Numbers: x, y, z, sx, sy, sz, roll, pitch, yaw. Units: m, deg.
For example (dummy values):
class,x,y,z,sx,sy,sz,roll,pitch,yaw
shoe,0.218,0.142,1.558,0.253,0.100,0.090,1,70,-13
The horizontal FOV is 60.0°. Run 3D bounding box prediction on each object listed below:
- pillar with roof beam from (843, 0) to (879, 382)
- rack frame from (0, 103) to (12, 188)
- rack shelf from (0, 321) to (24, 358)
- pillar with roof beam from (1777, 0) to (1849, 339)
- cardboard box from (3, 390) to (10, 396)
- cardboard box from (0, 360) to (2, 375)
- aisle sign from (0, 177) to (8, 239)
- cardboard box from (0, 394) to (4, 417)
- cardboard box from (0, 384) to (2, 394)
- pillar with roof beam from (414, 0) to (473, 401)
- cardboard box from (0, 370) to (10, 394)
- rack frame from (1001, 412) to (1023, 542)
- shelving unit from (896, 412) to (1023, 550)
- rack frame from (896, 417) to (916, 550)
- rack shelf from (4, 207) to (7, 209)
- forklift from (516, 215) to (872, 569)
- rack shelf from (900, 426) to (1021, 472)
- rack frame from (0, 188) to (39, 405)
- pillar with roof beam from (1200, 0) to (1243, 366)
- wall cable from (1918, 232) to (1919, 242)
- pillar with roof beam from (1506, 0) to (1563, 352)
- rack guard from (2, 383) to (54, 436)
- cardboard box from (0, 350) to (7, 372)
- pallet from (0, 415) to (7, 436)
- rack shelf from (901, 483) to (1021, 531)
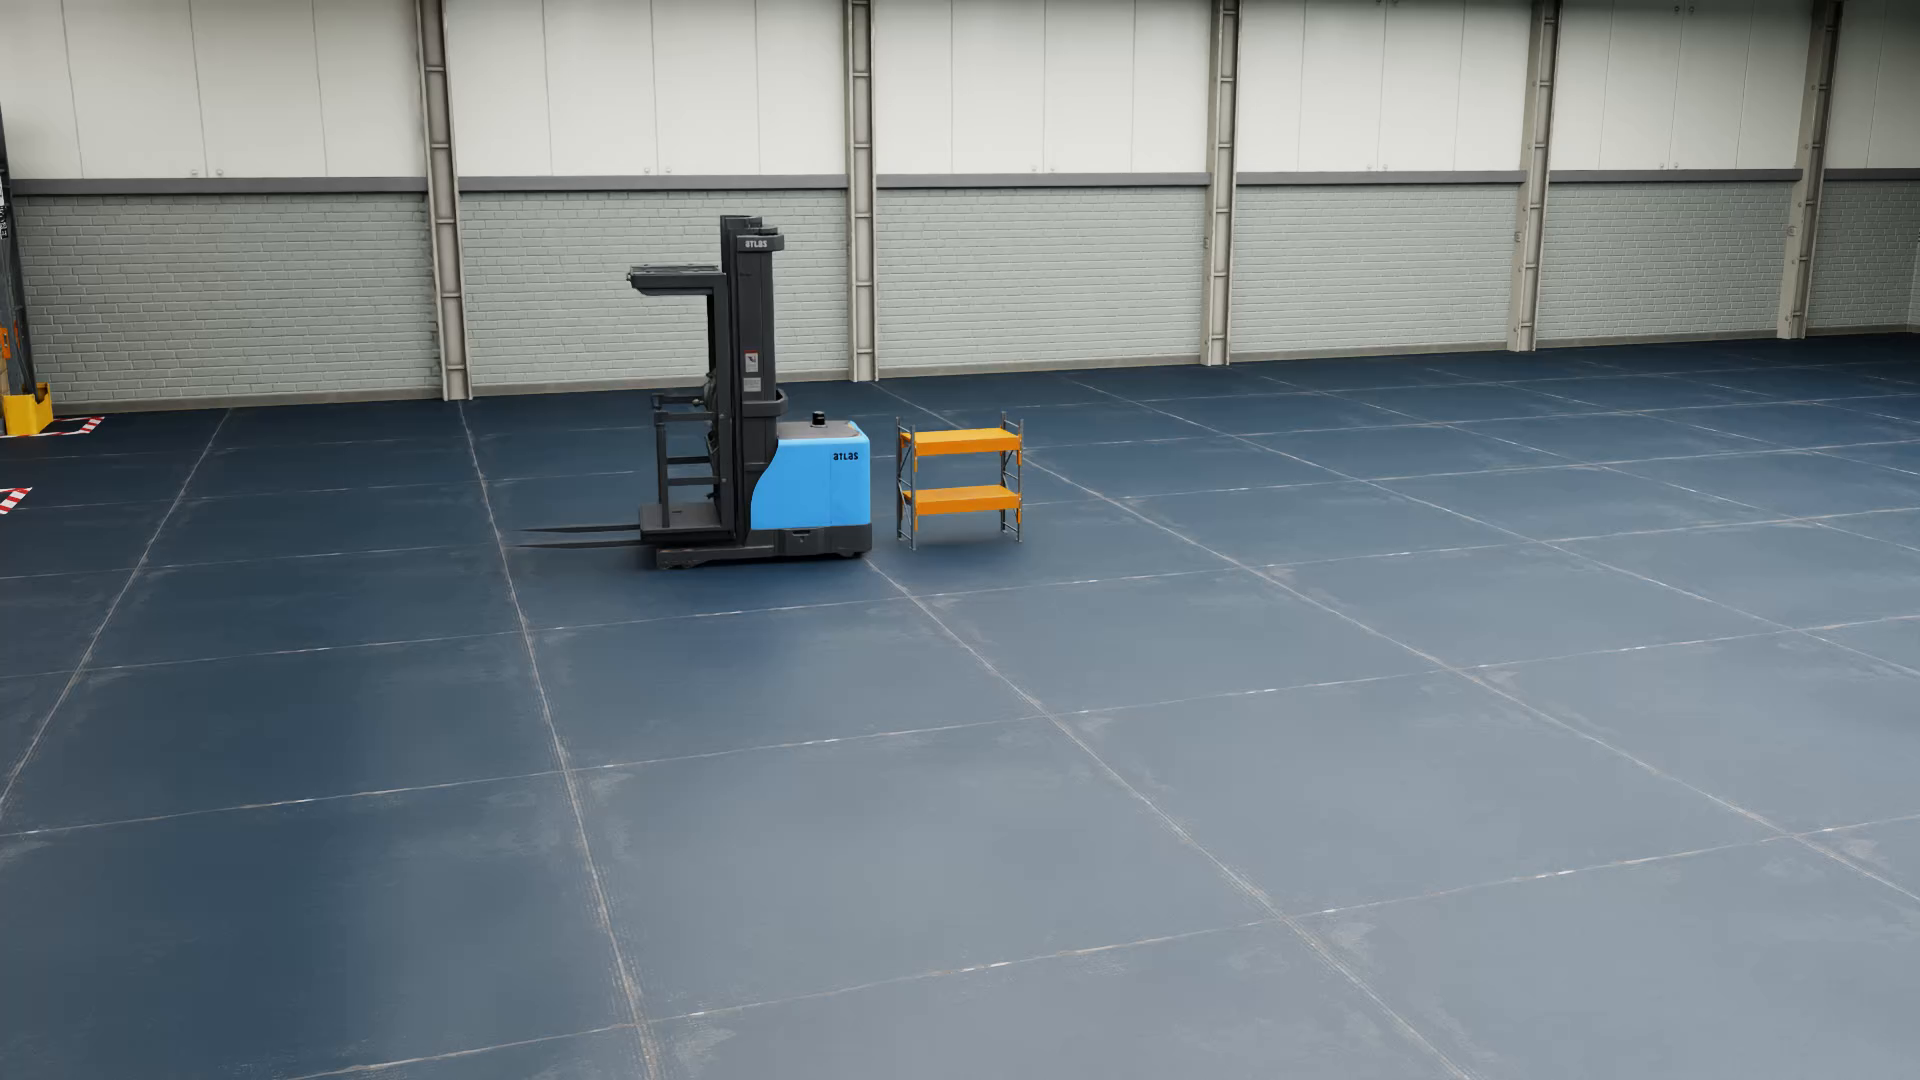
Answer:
class,x,y,z,sx,sy,sz,roll,pitch,yaw
pillar with roof beam,-0.113,-5.898,20.600,0.400,9.000,9.100,-4,14,-18
rack frame,-11.912,-5.810,20.231,0.127,3.000,1.000,-4,14,-18
rack shelf,-13.807,-2.394,20.388,4.000,0.370,1.077,-4,14,-18
pillar with roof beam,16.947,-7.227,26.185,0.548,9.000,9.100,-4,14,-18
cardboard box,-12.440,-1.765,21.223,0.500,0.250,0.500,-4,14,-18
cardboard box,-12.249,-2.142,20.649,0.500,0.250,0.500,-4,14,-16
aisle sign,-11.756,-4.097,20.374,0.004,0.787,0.394,-4,14,-18
cardboard box,-12.256,-1.654,20.758,0.500,0.250,0.500,-4,14,-18
cardboard box,-12.273,-1.897,20.698,0.500,0.250,0.500,-5,14,-19
pillar with roof beam,-5.799,-5.455,18.738,0.400,9.000,9.100,-4,14,-18
cardboard box,-12.424,-2.012,21.183,0.500,0.250,0.500,-4,14,-17
rack frame,0.475,-0.584,15.275,0.032,1.125,0.500,-4,14,-18
shelving unit,-0.006,-0.547,15.118,1.048,1.125,0.538,-4,14,-18
rack frame,-0.488,-0.509,14.960,0.032,1.125,0.500,-4,14,-18
rack shelf,-13.807,-3.854,20.041,4.000,0.370,1.077,-4,14,-18
forklift,-2.342,-1.308,14.415,3.031,2.935,1.130,-3,14,-11
rack shelf,-0.006,-0.831,15.050,1.000,0.278,0.538,-4,14,-18
rack frame,-11.912,-2.892,20.925,0.127,3.000,1.000,-4,14,-18
pillar with roof beam,5.574,-6.341,22.462,0.400,9.000,9.100,-4,14,-18
wall cable,18.788,-6.588,30.209,0.112,2.526,3.097,-4,14,-18
pillar with roof beam,11.260,-6.784,24.323,0.400,9.000,9.100,-4,14,-18
rack guard,-11.889,-1.678,21.222,0.348,0.500,1.175,-4,14,-18
cardboard box,-12.428,-2.251,21.105,0.500,0.250,0.500,-5,14,-19
pallet,-12.623,-1.470,20.972,1.213,0.211,1.003,-4,14,-18
rack shelf,-0.006,-0.309,15.174,1.000,0.278,0.538,-4,14,-18
